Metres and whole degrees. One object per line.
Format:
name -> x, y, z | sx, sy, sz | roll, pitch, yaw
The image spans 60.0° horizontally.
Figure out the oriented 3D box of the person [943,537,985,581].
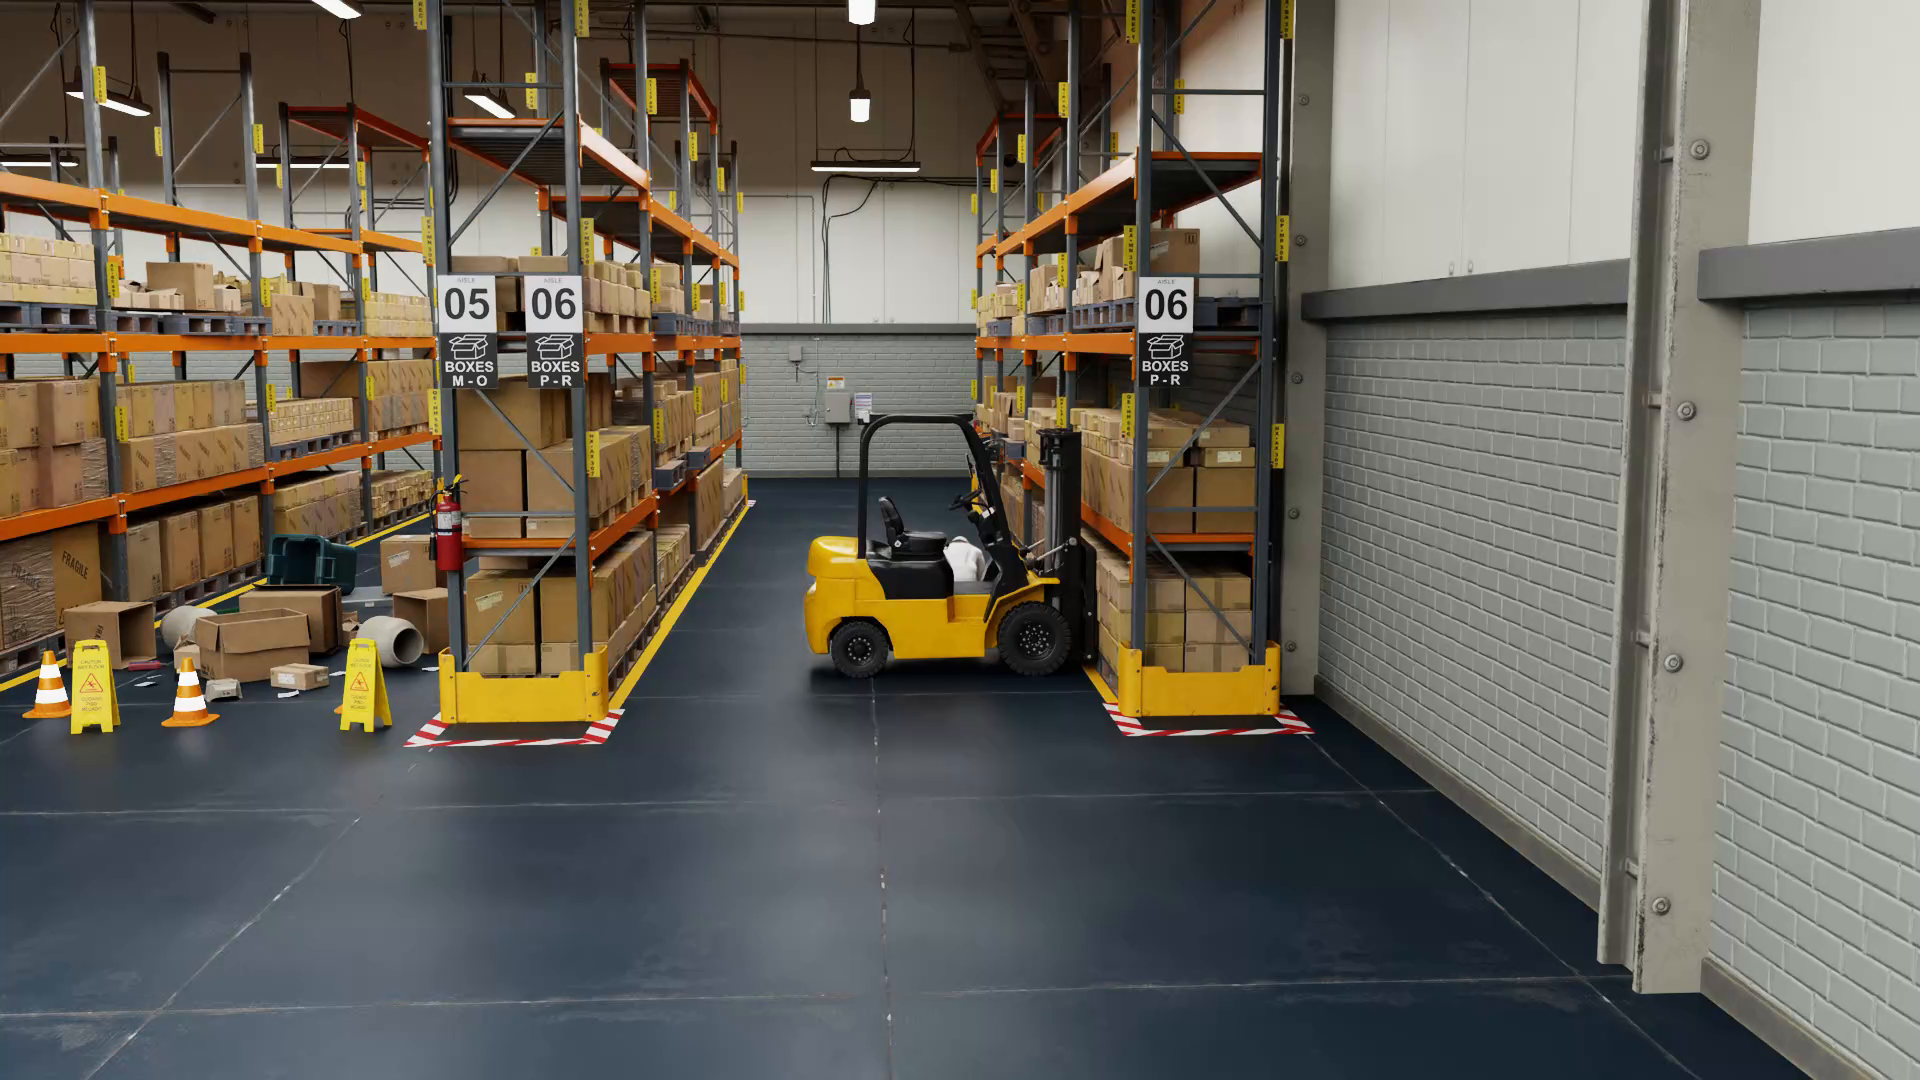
person -> -0.032, 0.439, 16.383 | 0.534, 0.869, 0.942 | 1, 7, 9
